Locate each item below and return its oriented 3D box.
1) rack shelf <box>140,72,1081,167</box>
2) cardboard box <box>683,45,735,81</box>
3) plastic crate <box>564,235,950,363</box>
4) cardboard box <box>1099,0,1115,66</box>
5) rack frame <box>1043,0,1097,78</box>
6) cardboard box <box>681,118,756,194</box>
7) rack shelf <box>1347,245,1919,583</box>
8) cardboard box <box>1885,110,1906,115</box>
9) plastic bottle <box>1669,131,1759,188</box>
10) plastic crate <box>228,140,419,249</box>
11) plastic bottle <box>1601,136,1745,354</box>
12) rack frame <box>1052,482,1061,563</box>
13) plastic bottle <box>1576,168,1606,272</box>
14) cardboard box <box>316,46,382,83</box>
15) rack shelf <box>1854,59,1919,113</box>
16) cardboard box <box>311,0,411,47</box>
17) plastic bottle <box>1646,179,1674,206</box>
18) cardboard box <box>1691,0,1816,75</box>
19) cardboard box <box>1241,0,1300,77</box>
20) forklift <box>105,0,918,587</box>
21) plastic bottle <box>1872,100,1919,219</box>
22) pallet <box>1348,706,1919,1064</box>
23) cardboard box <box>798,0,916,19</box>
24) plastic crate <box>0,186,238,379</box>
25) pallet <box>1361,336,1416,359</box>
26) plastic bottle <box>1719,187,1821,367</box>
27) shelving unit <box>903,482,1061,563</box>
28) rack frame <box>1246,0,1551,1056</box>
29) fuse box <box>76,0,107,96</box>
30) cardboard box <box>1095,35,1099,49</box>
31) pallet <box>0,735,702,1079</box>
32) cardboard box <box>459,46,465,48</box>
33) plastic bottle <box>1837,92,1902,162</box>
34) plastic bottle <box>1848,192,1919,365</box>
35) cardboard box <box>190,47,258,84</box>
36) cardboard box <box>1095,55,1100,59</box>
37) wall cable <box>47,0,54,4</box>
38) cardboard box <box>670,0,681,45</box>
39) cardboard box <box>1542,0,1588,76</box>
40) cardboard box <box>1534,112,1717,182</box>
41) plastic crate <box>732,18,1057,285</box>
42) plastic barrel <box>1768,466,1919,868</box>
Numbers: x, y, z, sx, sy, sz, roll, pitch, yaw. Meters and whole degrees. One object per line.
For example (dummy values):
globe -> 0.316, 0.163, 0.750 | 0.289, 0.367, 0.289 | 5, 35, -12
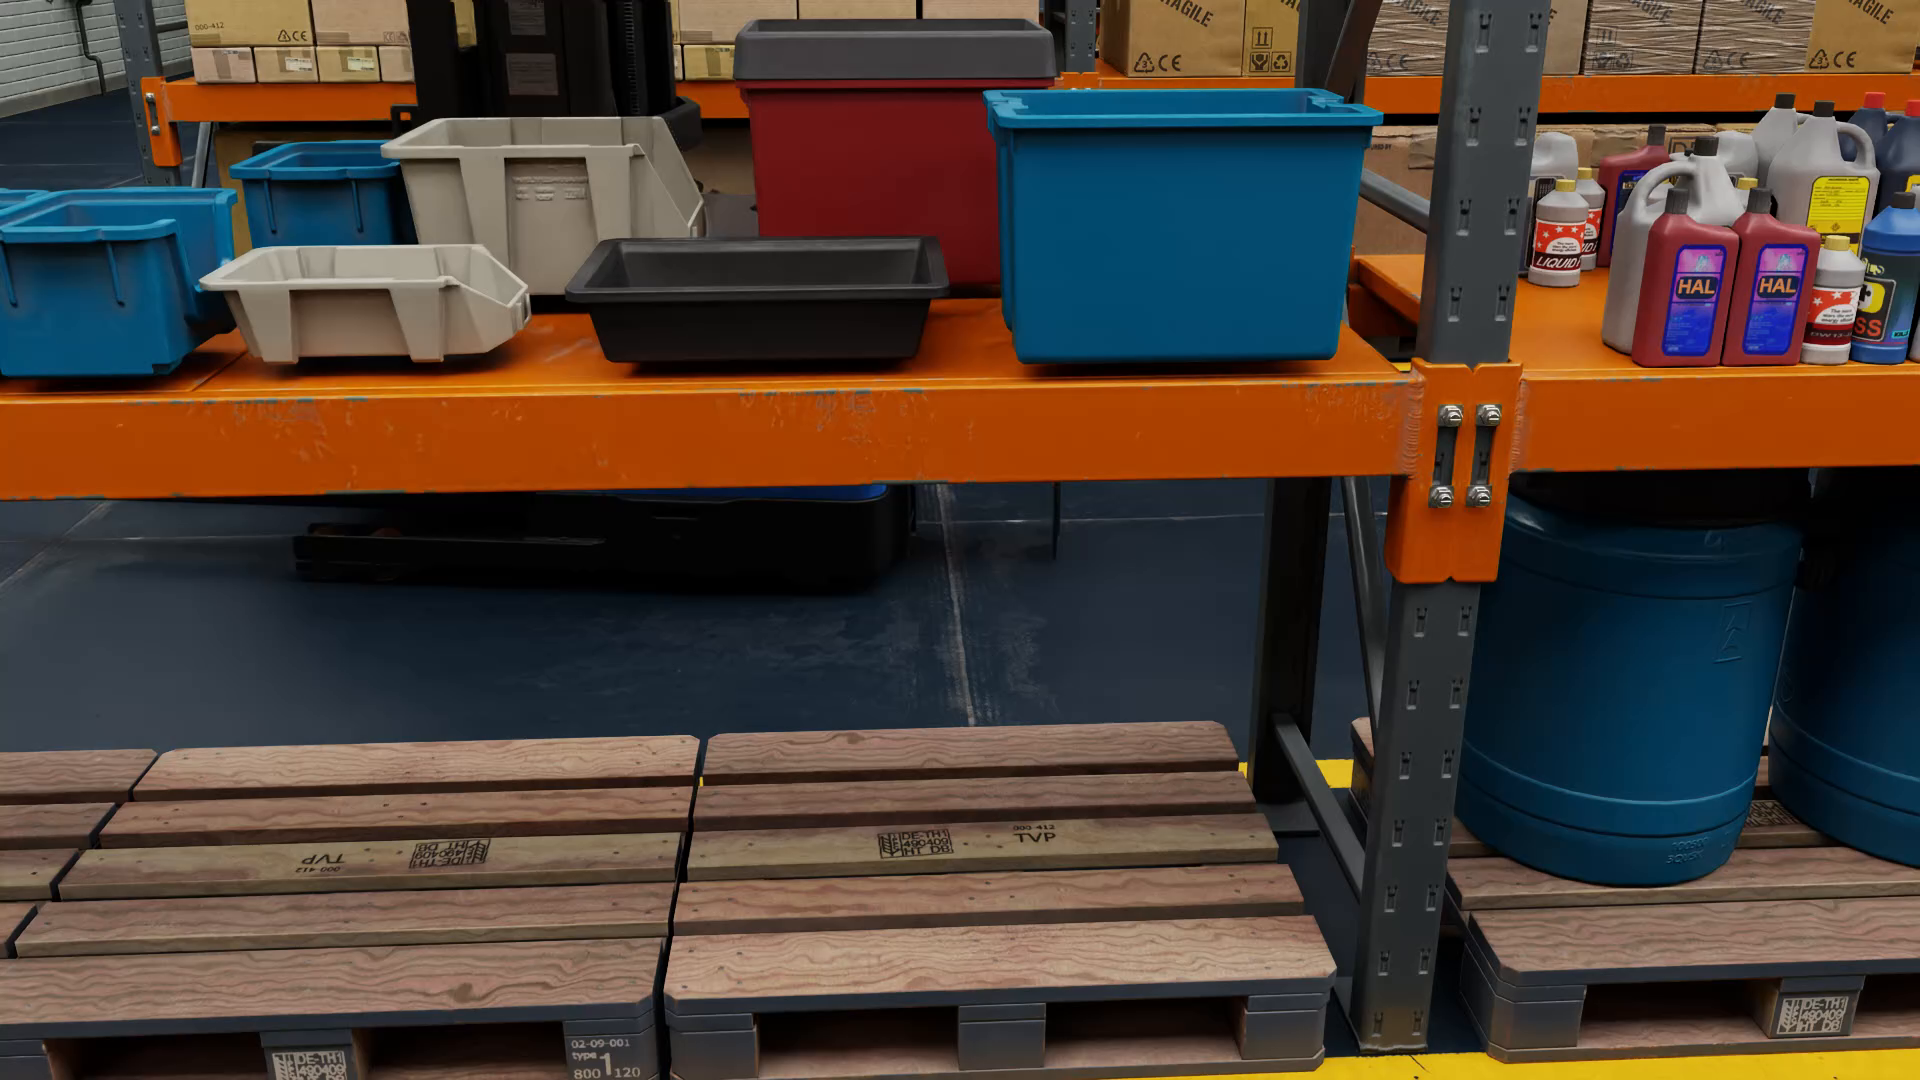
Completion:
rack shelf -> -1.499, -2.003, 7.677 | 4.000, 0.370, 1.077 | -1, 21, -3
cardboard box -> -1.071, -2.113, 7.309 | 0.250, 0.149, 0.380 | -1, 21, -4
plastic crate -> -0.322, -0.401, 2.762 | 0.590, 0.125, 0.437 | -1, 21, -3
cardboard box -> 0.949, -2.533, 7.917 | 0.500, 0.500, 0.500 | -1, 21, -3
rack frame -> 0.498, -2.380, 7.655 | 0.127, 3.000, 1.000 | -1, 21, -3
cardboard box -> -1.064, -1.580, 7.950 | 0.875, 0.875, 0.875 | -1, 21, -3
rack shelf -> 2.777, -0.325, 3.269 | 4.000, 0.370, 1.077 | -1, 21, -3
cardboard box -> 6.725, -3.388, 12.876 | 0.750, 0.750, 1.050 | -1, 21, -3
plastic bottle -> 1.520, -0.692, 3.398 | 0.135, 0.276, 0.152 | -1, 21, -3
plastic crate -> -1.177, -0.621, 3.189 | 0.300, 0.233, 0.416 | -1, 21, -3
plastic bottle -> 1.191, -0.490, 2.761 | 0.185, 0.351, 0.144 | -1, 21, -3
rack frame -> 0.319, -0.529, 5.324 | 0.015, 1.200, 0.240 | 2, 21, 5
plastic bottle -> 1.270, -0.662, 3.424 | 0.097, 0.201, 0.097 | 0, 21, 0
cardboard box -> -2.611, -2.082, 7.227 | 0.250, 0.149, 0.380 | -2, 21, -4
rack shelf -> 6.488, -2.165, 8.103 | 4.000, 0.370, 1.077 | -1, 21, -3
cardboard box -> -2.483, -2.294, 7.223 | 0.500, 0.250, 0.500 | -1, 21, -4
plastic bottle -> 1.406, -0.643, 3.374 | 0.097, 0.201, 0.097 | 0, 21, 0
cardboard box -> 3.515, -2.401, 7.572 | 0.500, 0.500, 0.500 | -1, 21, -4
cardboard box -> 1.473, -2.357, 7.457 | 0.500, 0.500, 0.500 | -1, 21, -3
forklift -> -1.692, -1.423, 5.240 | 3.031, 2.935, 1.130 | 2, 21, 5
plastic bottle -> 1.872, -0.685, 3.273 | 0.185, 0.351, 0.144 | -1, 21, -3
pallet -> 1.553, 0.682, 3.533 | 1.213, 0.211, 1.003 | -1, 21, -3
cardboard box -> -0.445, -2.335, 7.331 | 0.500, 0.250, 0.500 | -1, 21, -1
plastic crate -> -1.334, -0.410, 2.632 | 0.300, 0.233, 0.416 | -1, 21, -3
pallet -> 2.485, -1.145, 8.331 | 1.213, 0.211, 1.003 | -1, 21, -3
plastic bottle -> 1.304, -0.424, 2.683 | 0.133, 0.283, 0.061 | -1, 21, -3
shelving unit -> 0.076, -0.537, 5.344 | 0.503, 1.200, 0.258 | 2, 21, 5
rack frame -> 0.780, -0.620, 3.034 | 0.127, 3.000, 1.000 | -1, 21, -3
fuse box -> -9.664, -5.843, 18.563 | 0.414, 1.711, 0.539 | -1, 21, -3
cardboard box -> 1.448, -5.165, 17.368 | 0.875, 0.875, 0.875 | -1, 21, -1
pallet -> -1.172, 0.738, 3.387 | 1.213, 0.211, 1.003 | -1, 21, -3
cardboard box -> -2.097, -2.092, 7.254 | 0.250, 0.149, 0.380 | -2, 21, -4
plastic bottle -> 1.864, -0.736, 3.407 | 0.185, 0.351, 0.144 | -1, 21, -3
plastic bottle -> 1.515, -0.429, 2.714 | 0.097, 0.271, 0.097 | 0, 21, 0
cardboard box -> -3.122, -2.071, 7.198 | 0.250, 0.149, 0.380 | -1, 21, -2
cardboard box -> 1.068, -3.443, 12.318 | 0.500, 0.250, 0.500 | -2, 21, -5
wall cable -> -9.782, -6.674, 17.508 | 0.122, 1.984, 0.588 | -1, 21, -3
cardboard box -> -1.460, -2.315, 7.279 | 0.500, 0.250, 0.500 | -2, 21, -4
cardboard box -> 2.488, -2.380, 7.515 | 0.500, 0.500, 0.500 | -1, 21, -2
cardboard box -> 2.911, -1.642, 8.114 | 0.875, 0.875, 1.225 | -1, 21, -3
plastic crate -> -0.125, -0.749, 3.198 | 0.583, 0.464, 0.402 | -1, 21, -3
plastic barrel -> 2.032, 0.145, 3.384 | 0.708, 0.901, 0.600 | -1, 21, -3
